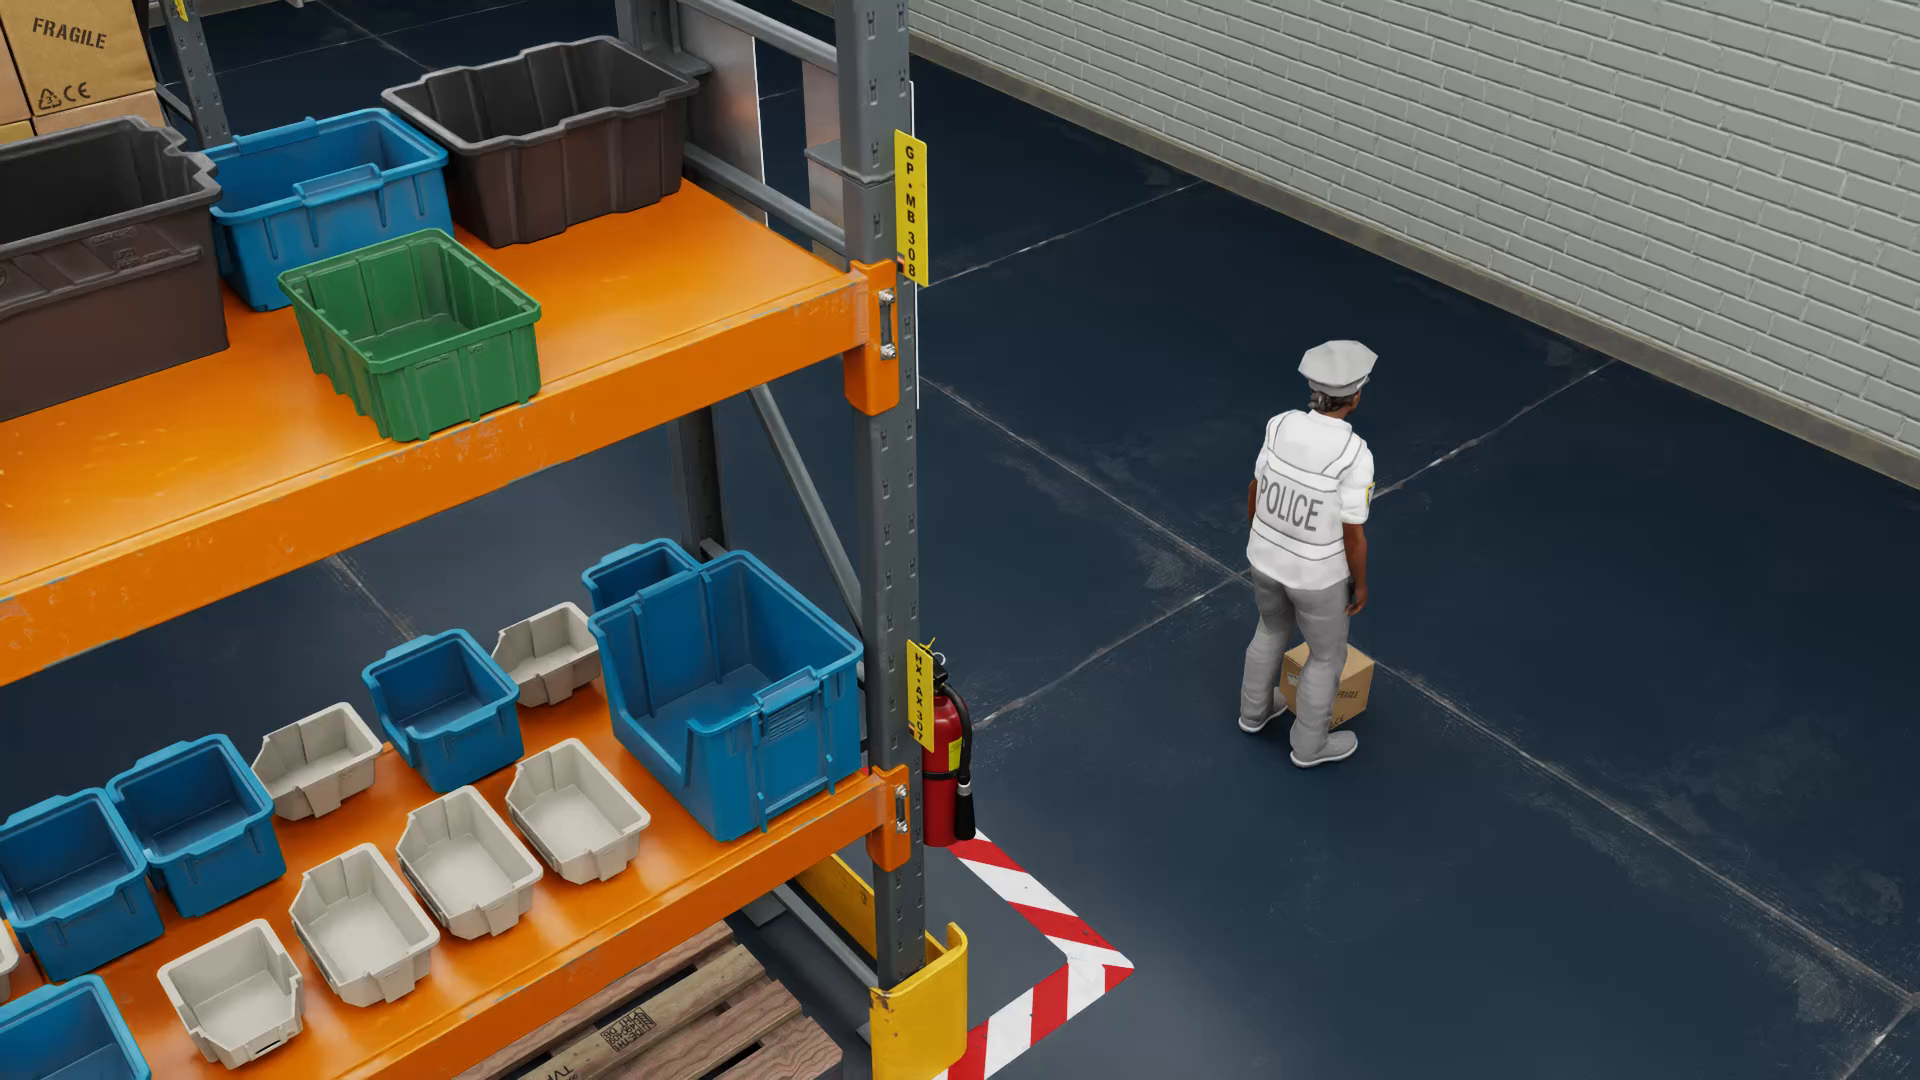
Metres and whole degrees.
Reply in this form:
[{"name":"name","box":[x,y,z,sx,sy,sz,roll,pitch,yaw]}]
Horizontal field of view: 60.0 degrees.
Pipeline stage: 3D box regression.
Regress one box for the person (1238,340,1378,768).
[{"name":"person","box":[1.265,0.084,6.031,0.397,1.661,0.531,-29,45,-34]}]
